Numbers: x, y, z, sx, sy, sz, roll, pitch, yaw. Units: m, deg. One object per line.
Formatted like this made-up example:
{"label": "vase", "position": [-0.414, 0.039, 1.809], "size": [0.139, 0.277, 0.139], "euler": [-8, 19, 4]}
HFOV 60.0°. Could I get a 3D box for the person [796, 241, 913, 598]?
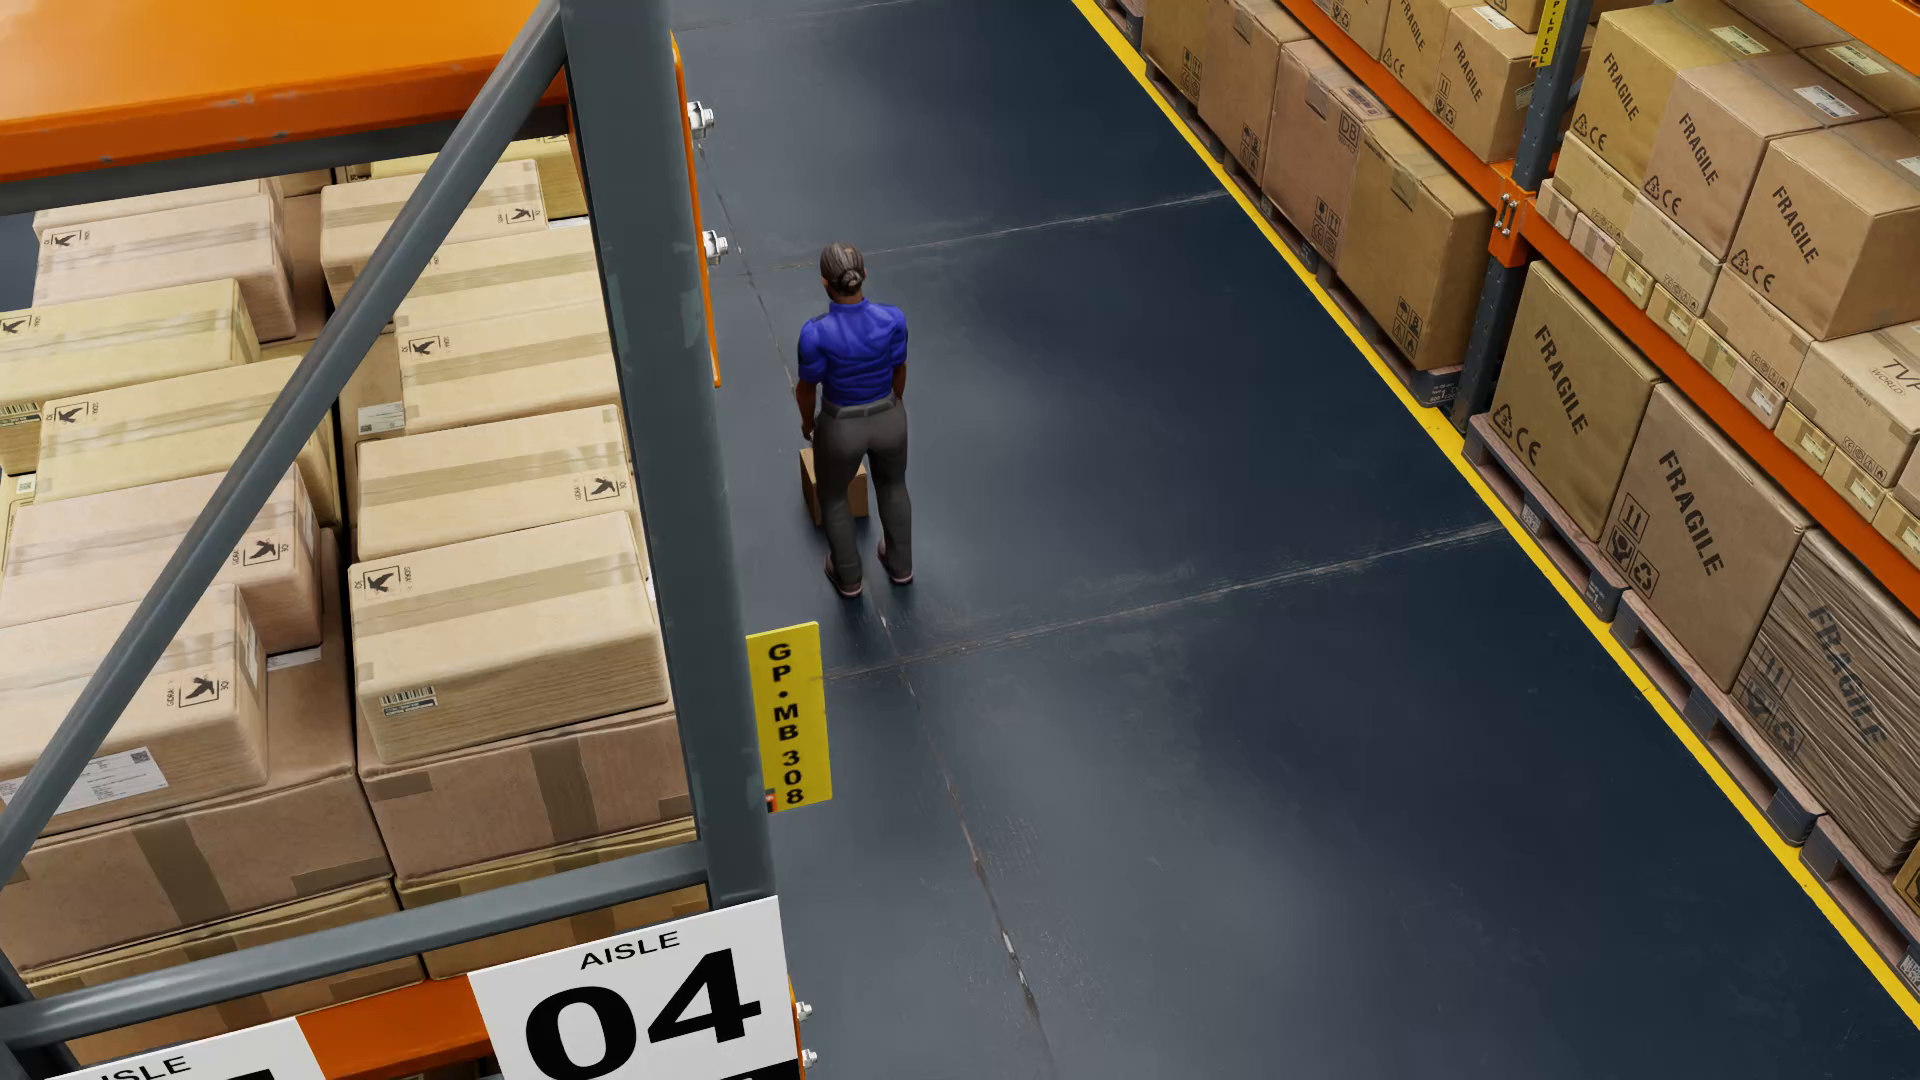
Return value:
{"label": "person", "position": [-0.425, -0.453, 6.687], "size": [0.448, 1.631, 0.343], "euler": [-13, 44, -13]}
